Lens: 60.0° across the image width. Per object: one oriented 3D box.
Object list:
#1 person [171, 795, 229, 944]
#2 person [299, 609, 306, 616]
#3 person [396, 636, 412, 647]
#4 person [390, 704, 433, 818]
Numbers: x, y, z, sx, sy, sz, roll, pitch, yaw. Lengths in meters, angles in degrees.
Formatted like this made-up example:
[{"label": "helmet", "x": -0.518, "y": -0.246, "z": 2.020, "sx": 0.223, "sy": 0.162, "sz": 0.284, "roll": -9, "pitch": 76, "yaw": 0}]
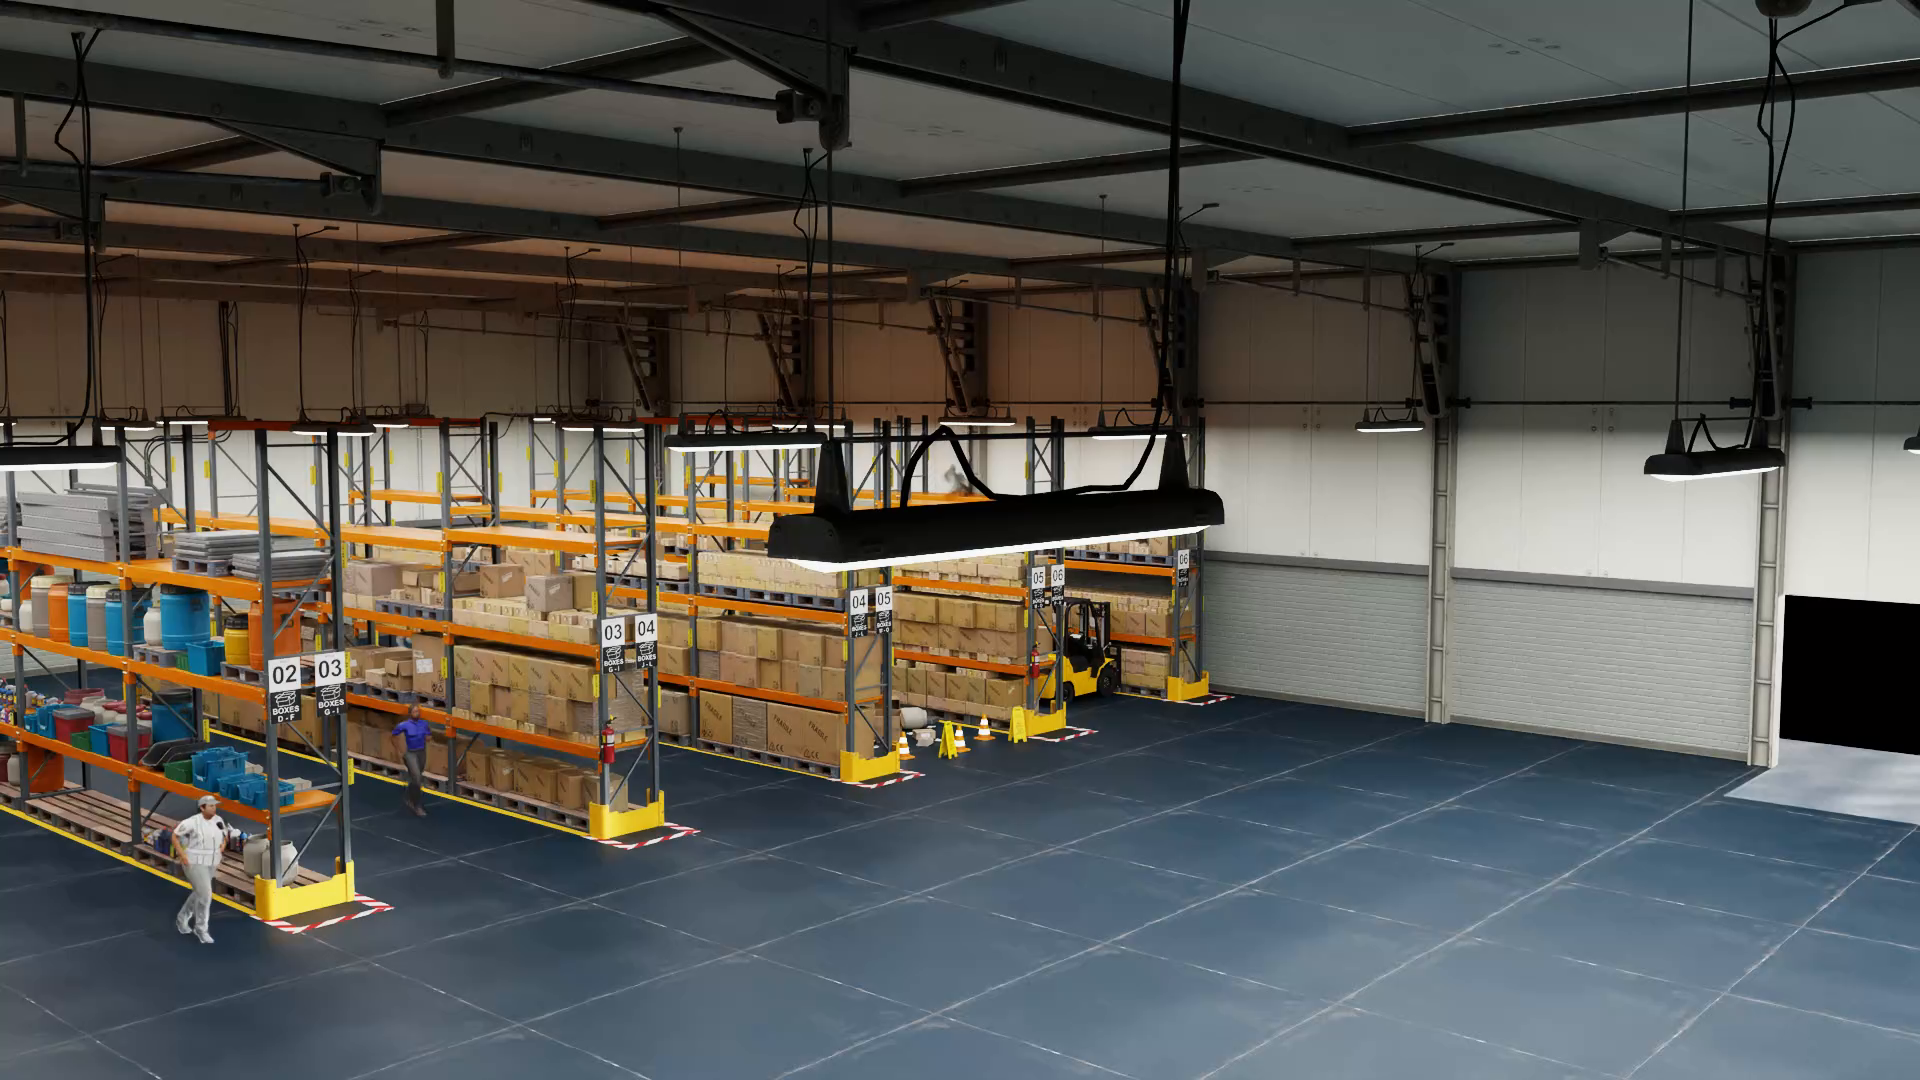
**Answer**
[{"label": "person", "x": -9.003, "y": 3.880, "z": 19.769, "sx": 0.711, "sy": 1.702, "sz": 0.600, "roll": 2, "pitch": 5, "yaw": 21}, {"label": "person", "x": -15.062, "y": 2.367, "z": 37.493, "sx": 0.790, "sy": 1.743, "sz": 0.698, "roll": 1, "pitch": 5, "yaw": 6}, {"label": "person", "x": -13.692, "y": 2.058, "z": 41.127, "sx": 0.715, "sy": 1.716, "sz": 0.812, "roll": 2, "pitch": 5, "yaw": 20}, {"label": "person", "x": -8.404, "y": 3.378, "z": 25.595, "sx": 0.781, "sy": 1.717, "sz": 0.549, "roll": 3, "pitch": 6, "yaw": 36}]
